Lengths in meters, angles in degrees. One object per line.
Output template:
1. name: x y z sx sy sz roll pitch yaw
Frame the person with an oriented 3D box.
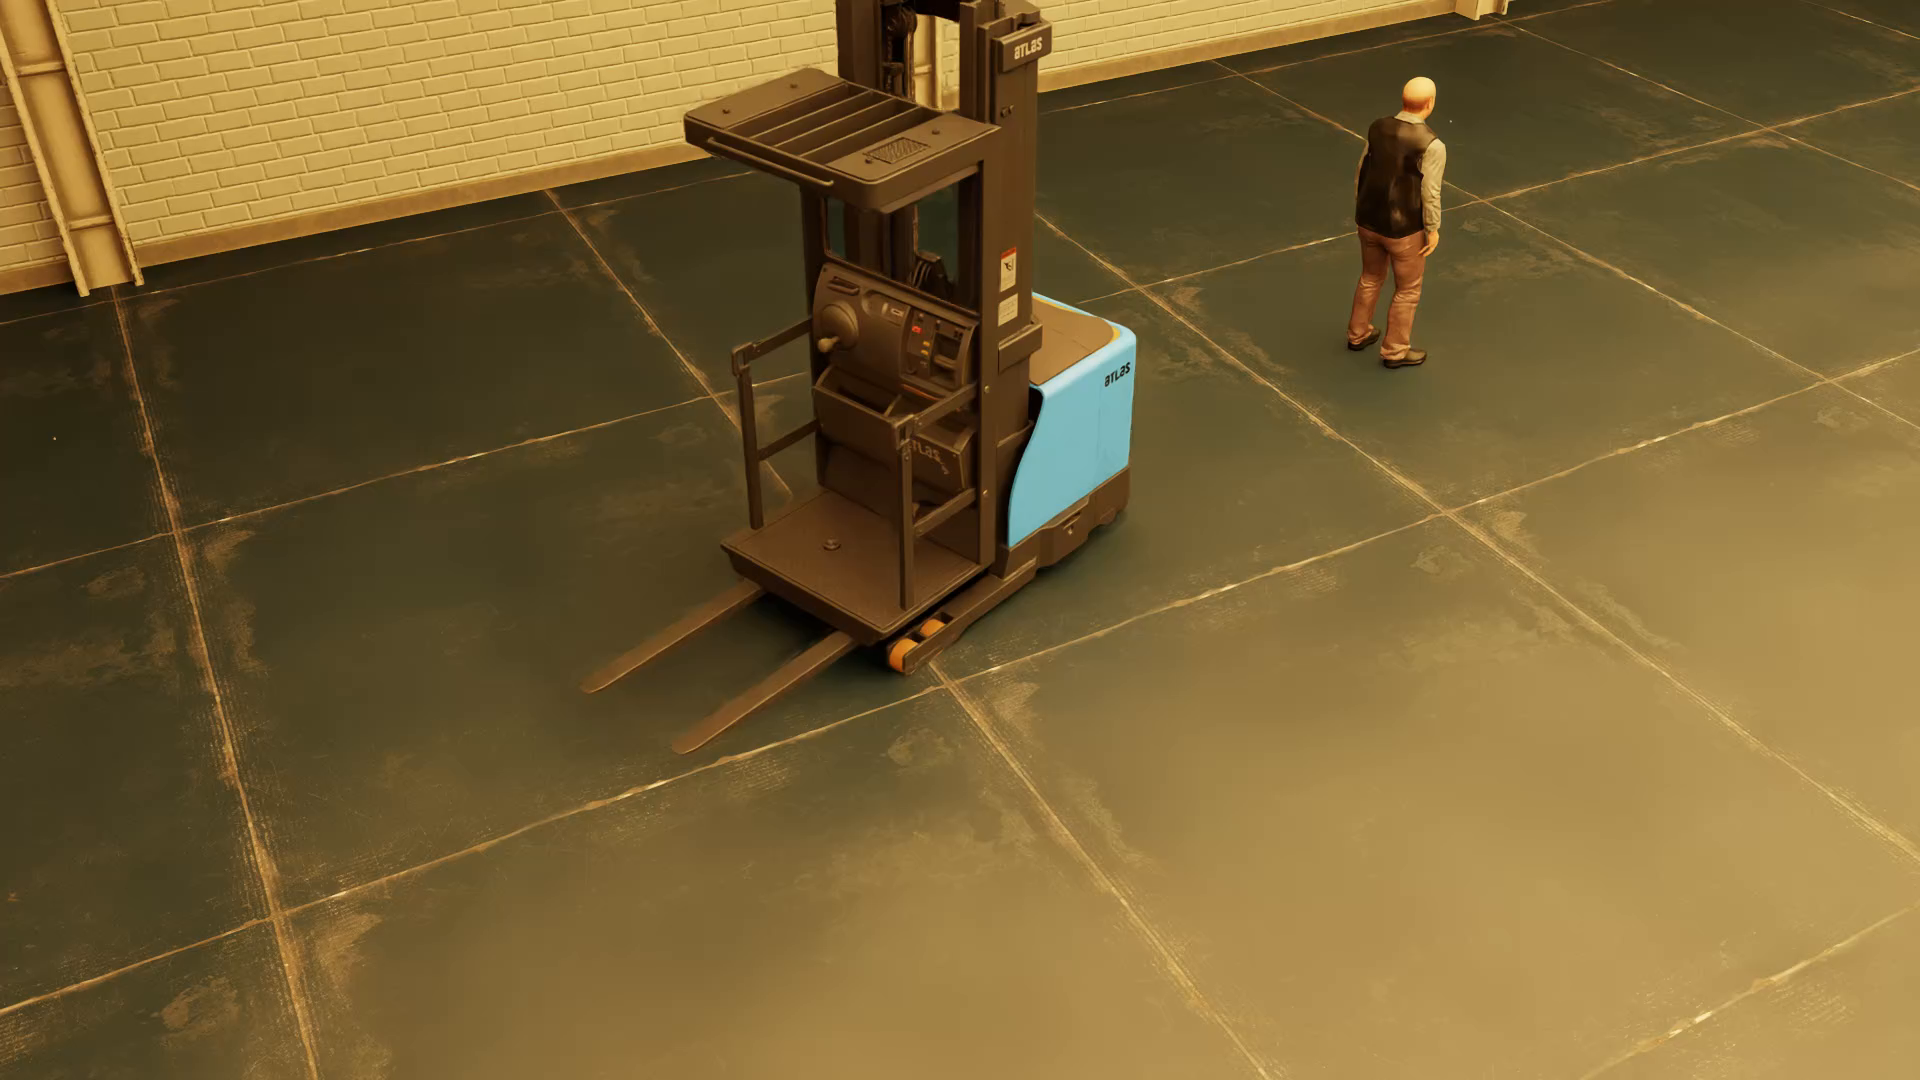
1. person: 2.557 -1.864 9.811 0.426 1.719 0.580 -25 42 -31

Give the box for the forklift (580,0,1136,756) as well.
1. forklift: -0.445 -0.897 7.392 1.130 2.935 3.031 26 43 32
